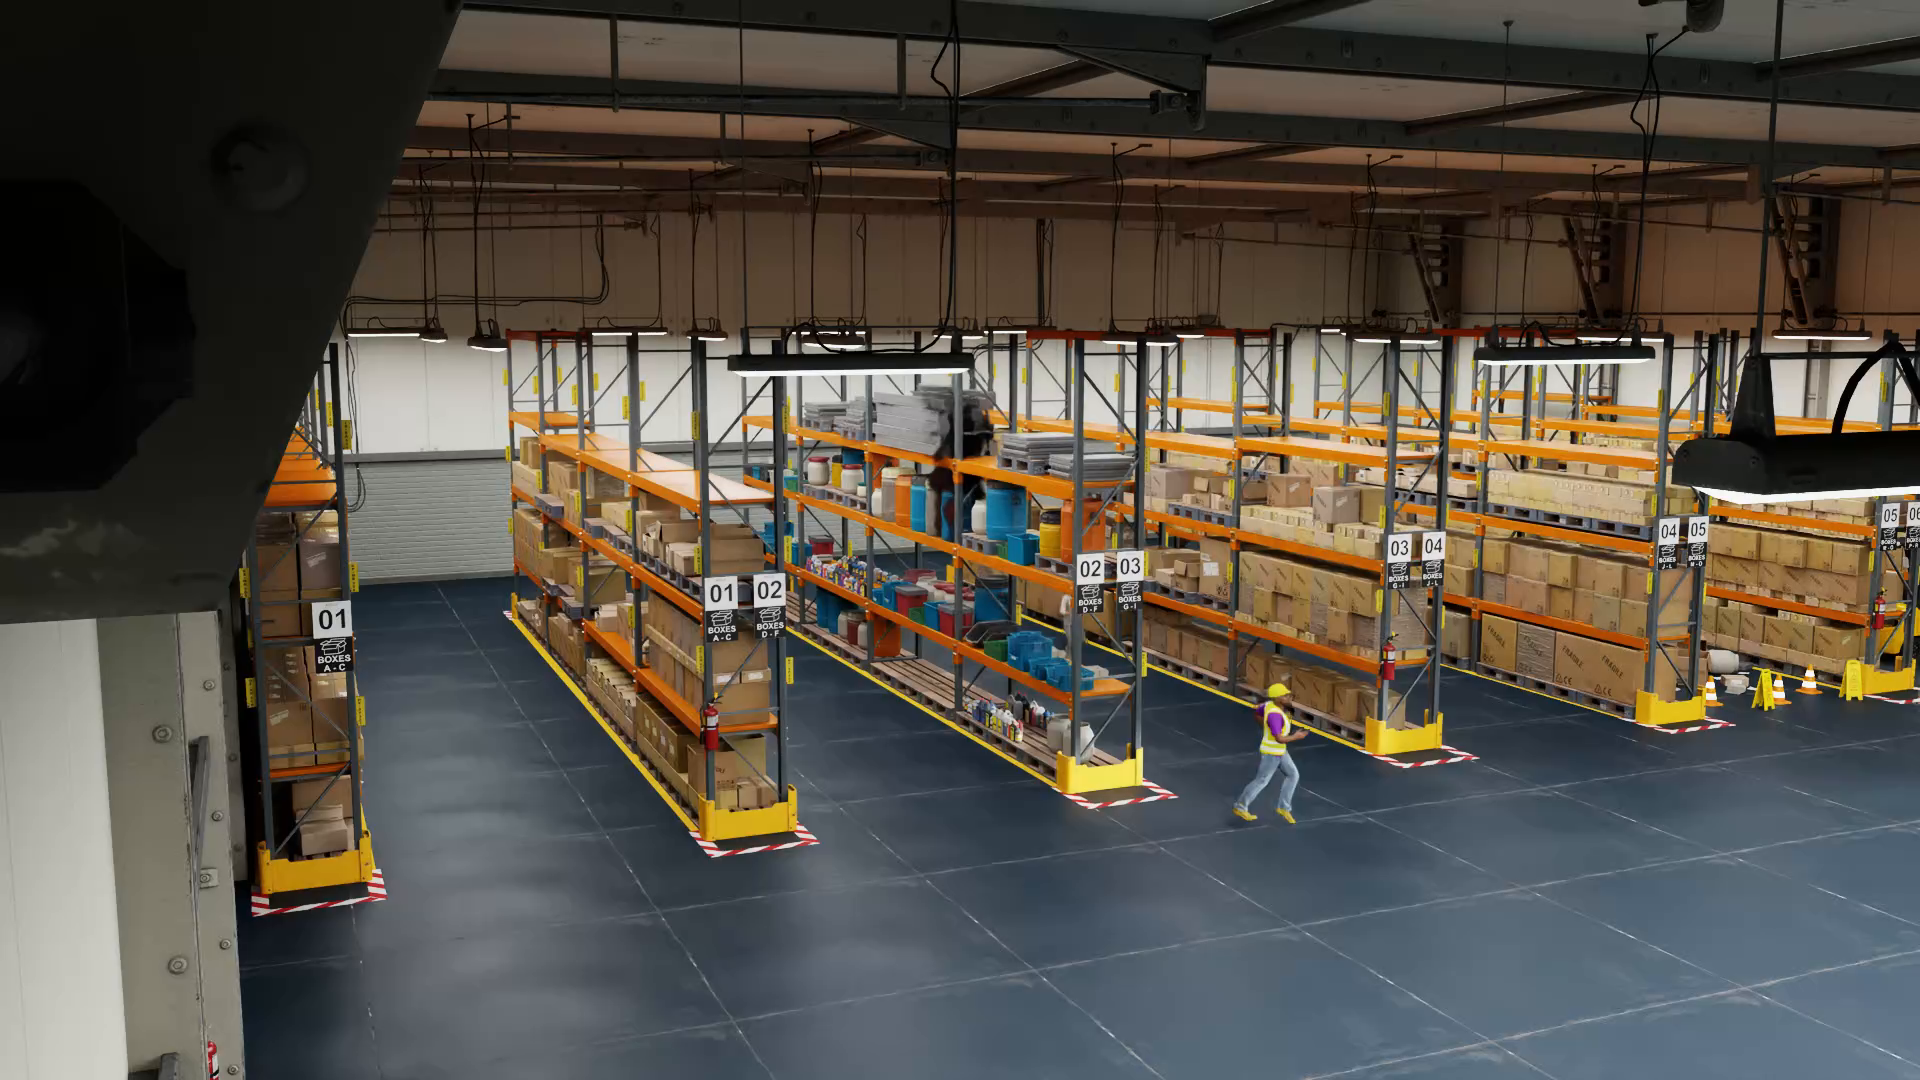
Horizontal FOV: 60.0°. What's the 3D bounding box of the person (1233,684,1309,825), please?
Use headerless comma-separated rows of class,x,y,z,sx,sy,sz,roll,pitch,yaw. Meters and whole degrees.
person,3.869,2.665,20.662,0.898,1.816,0.711,2,8,14

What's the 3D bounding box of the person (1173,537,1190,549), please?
person,5.598,-0.171,41.589,0.569,1.731,0.784,5,9,34

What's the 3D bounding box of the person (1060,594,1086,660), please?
person,2.049,1.511,29.719,0.522,1.559,0.555,-4,9,-28
